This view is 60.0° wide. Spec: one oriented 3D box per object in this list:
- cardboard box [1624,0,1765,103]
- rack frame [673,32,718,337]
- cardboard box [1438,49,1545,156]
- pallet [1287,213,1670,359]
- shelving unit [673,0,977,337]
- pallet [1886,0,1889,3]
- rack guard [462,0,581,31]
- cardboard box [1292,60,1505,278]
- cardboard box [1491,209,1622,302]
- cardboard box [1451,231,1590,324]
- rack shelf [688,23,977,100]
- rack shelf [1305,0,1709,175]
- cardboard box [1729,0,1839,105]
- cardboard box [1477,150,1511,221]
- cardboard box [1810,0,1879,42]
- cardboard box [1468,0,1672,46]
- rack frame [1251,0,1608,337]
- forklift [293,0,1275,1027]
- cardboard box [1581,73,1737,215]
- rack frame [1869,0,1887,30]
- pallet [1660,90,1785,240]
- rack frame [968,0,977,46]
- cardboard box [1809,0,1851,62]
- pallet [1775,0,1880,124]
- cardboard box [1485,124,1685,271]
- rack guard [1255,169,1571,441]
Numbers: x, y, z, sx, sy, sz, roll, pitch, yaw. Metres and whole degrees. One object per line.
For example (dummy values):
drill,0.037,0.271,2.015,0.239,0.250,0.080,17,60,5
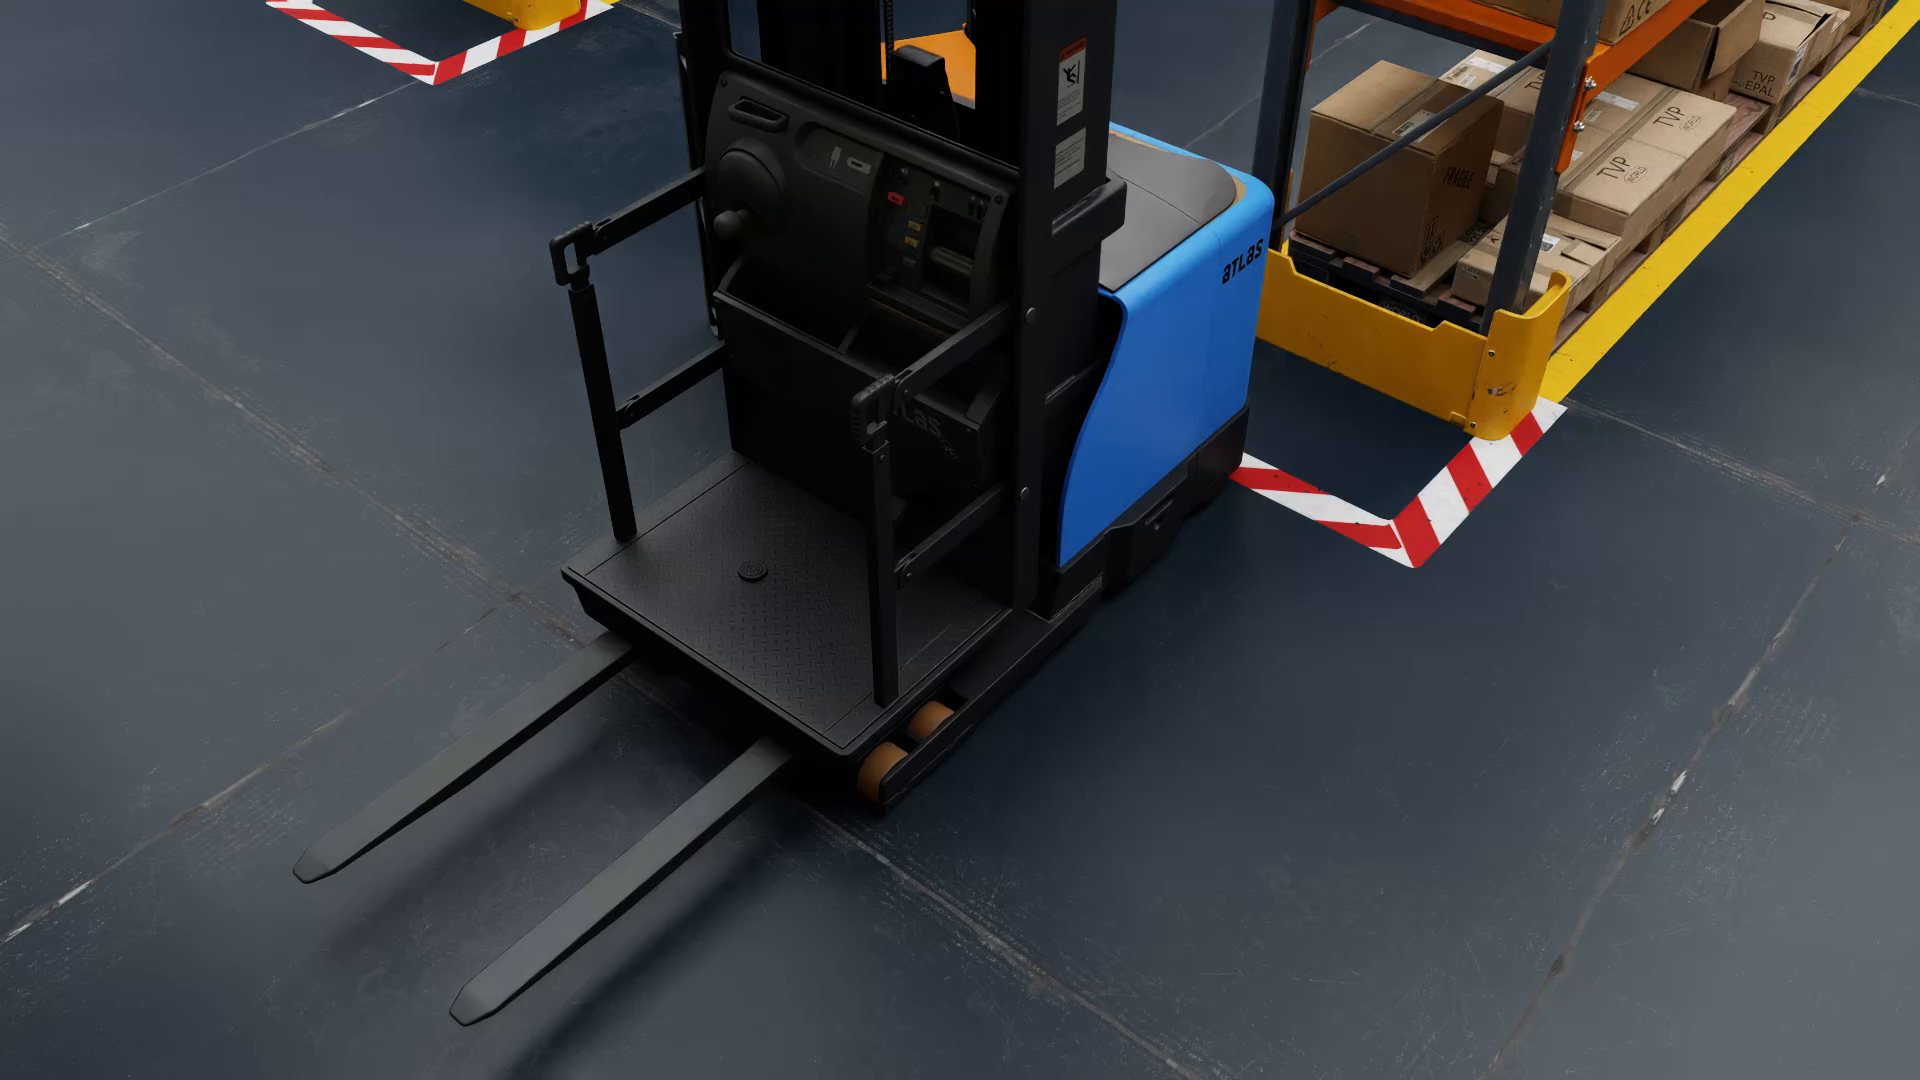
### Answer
cardboard box,2.791,-2.058,6.812,0.797,0.503,0.637,29,50,28
rack frame,-0.830,-1.071,5.592,0.032,1.125,0.500,-14,44,-15
cardboard box,2.217,-1.737,6.647,0.500,0.250,0.500,29,50,28
pallet,1.983,-1.147,6.355,1.003,0.211,1.213,29,50,28
shelving unit,-0.352,-1.188,5.721,1.048,1.125,0.538,-14,44,-15
pallet,4.491,-3.192,8.603,1.003,0.211,1.213,29,50,28
rack guard,-2.373,-2.932,8.103,1.175,0.500,0.348,29,50,28
cardboard box,1.583,-1.353,6.039,0.500,0.500,0.500,29,50,28
cardboard box,2.115,-1.039,5.942,0.380,0.166,0.250,29,50,28
cardboard box,1.954,-0.903,5.806,0.380,0.149,0.250,29,50,28
rack shelf,-0.352,-1.405,5.524,1.000,0.278,0.538,-14,44,-15
rack shelf,2.709,-2.492,6.296,1.077,0.370,4.000,29,50,28
cardboard box,3.364,-2.154,7.061,0.500,0.311,0.500,29,50,28
cardboard box,1.913,-1.399,6.338,0.380,0.166,0.250,29,50,28
cardboard box,3.846,-2.610,7.422,0.500,0.500,0.500,29,50,28
cardboard box,1.909,-1.880,5.013,0.500,0.500,0.500,31,50,29
rack frame,1.422,-1.729,4.921,1.000,3.000,0.127,29,50,28
forklift,-0.401,-0.758,3.905,1.130,2.935,3.031,29,50,28
cardboard box,2.632,-1.546,6.437,0.500,0.250,0.500,29,50,28
rack frame,3.996,-3.788,7.187,1.000,3.000,0.127,29,50,28
pallet,2.768,-1.772,7.042,1.003,0.211,1.213,29,50,28
rack frame,0.125,-1.305,5.849,0.032,1.125,0.500,-14,44,-15
cardboard box,3.651,-2.261,7.299,0.380,0.149,0.250,29,50,28
pallet,3.553,-2.403,7.736,1.003,0.211,1.213,29,50,28
cardboard box,2.311,-1.289,6.154,0.500,0.250,0.500,29,50,28
rack guard,1.471,-0.843,5.805,1.175,0.500,0.348,29,50,28
